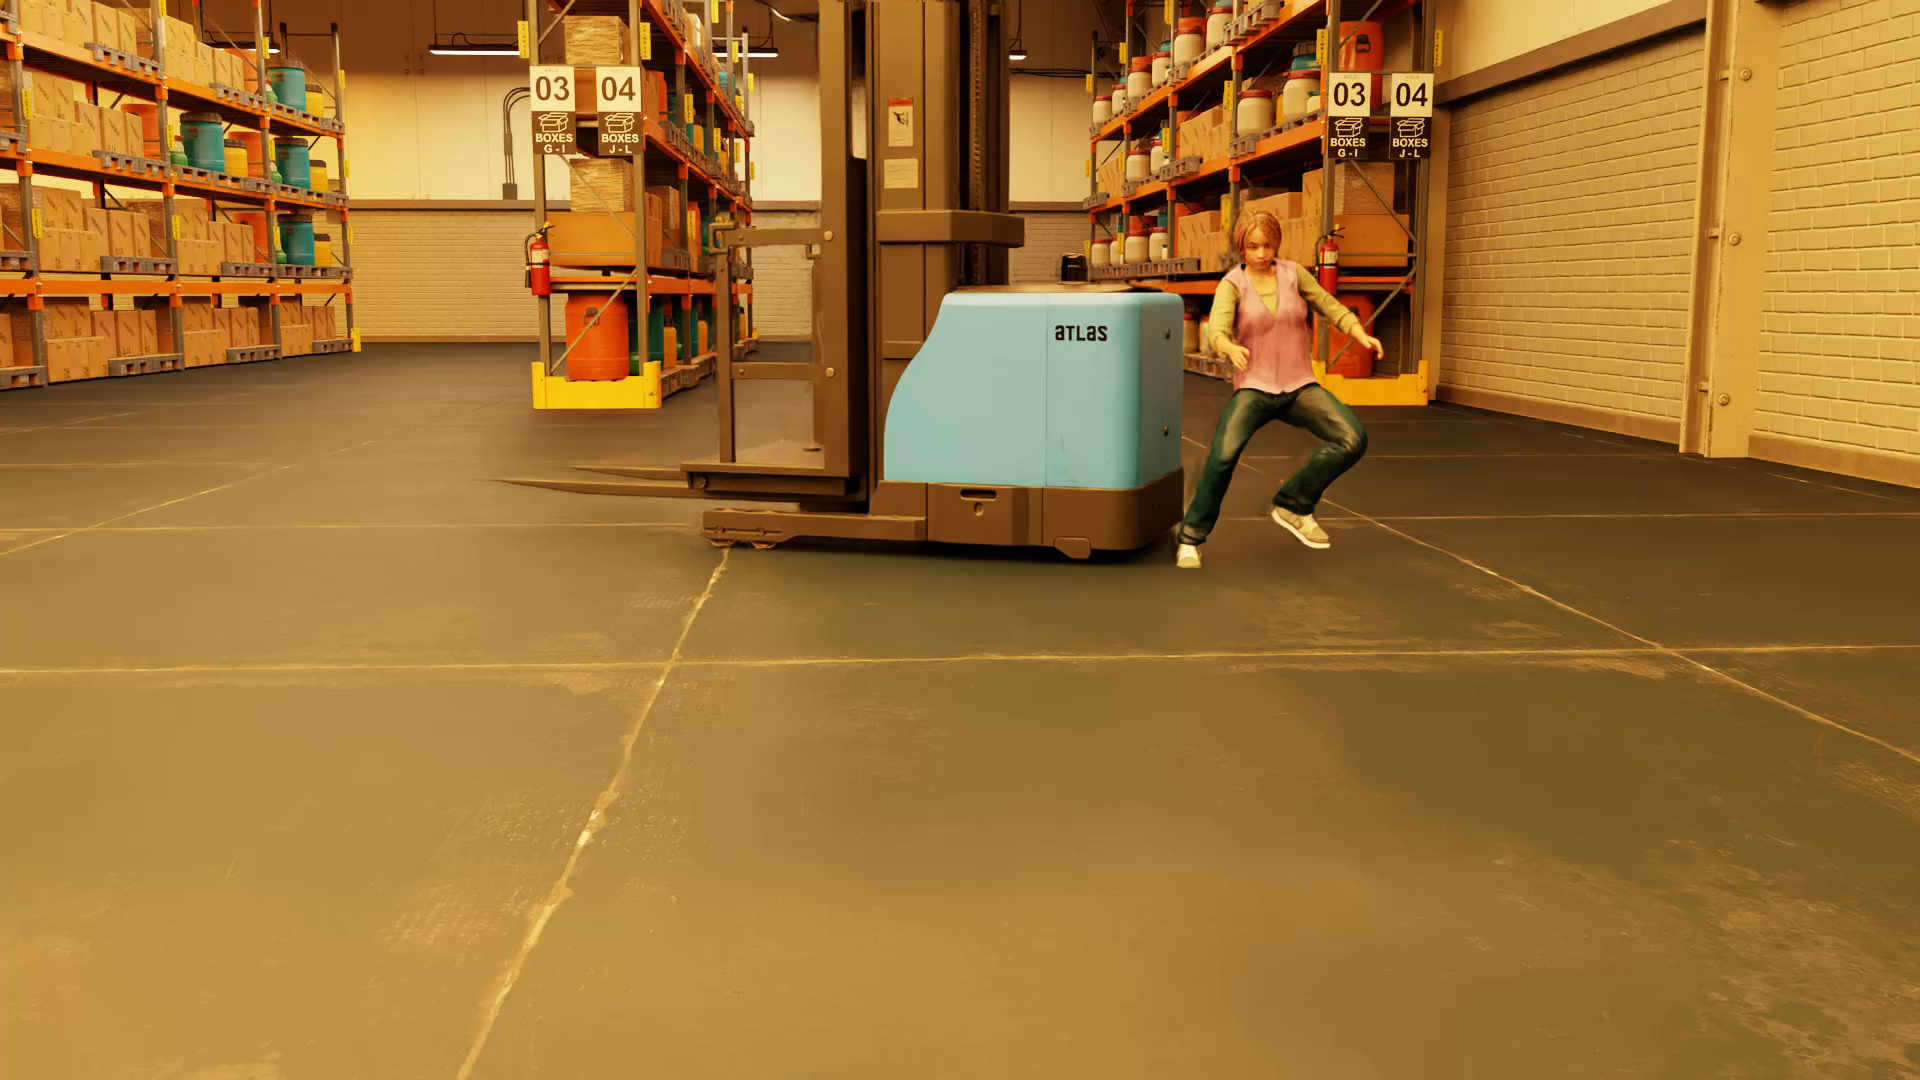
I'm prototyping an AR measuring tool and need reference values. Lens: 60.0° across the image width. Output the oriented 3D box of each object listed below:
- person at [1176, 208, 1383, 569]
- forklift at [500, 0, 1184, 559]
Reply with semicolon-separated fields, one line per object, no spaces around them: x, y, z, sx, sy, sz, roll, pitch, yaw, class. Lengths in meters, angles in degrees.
1.245;-0.580;6.532;0.765;1.440;0.682;0;8;-2;person
-0.578;-1.479;7.289;3.031;2.935;1.130;3;9;19;forklift
